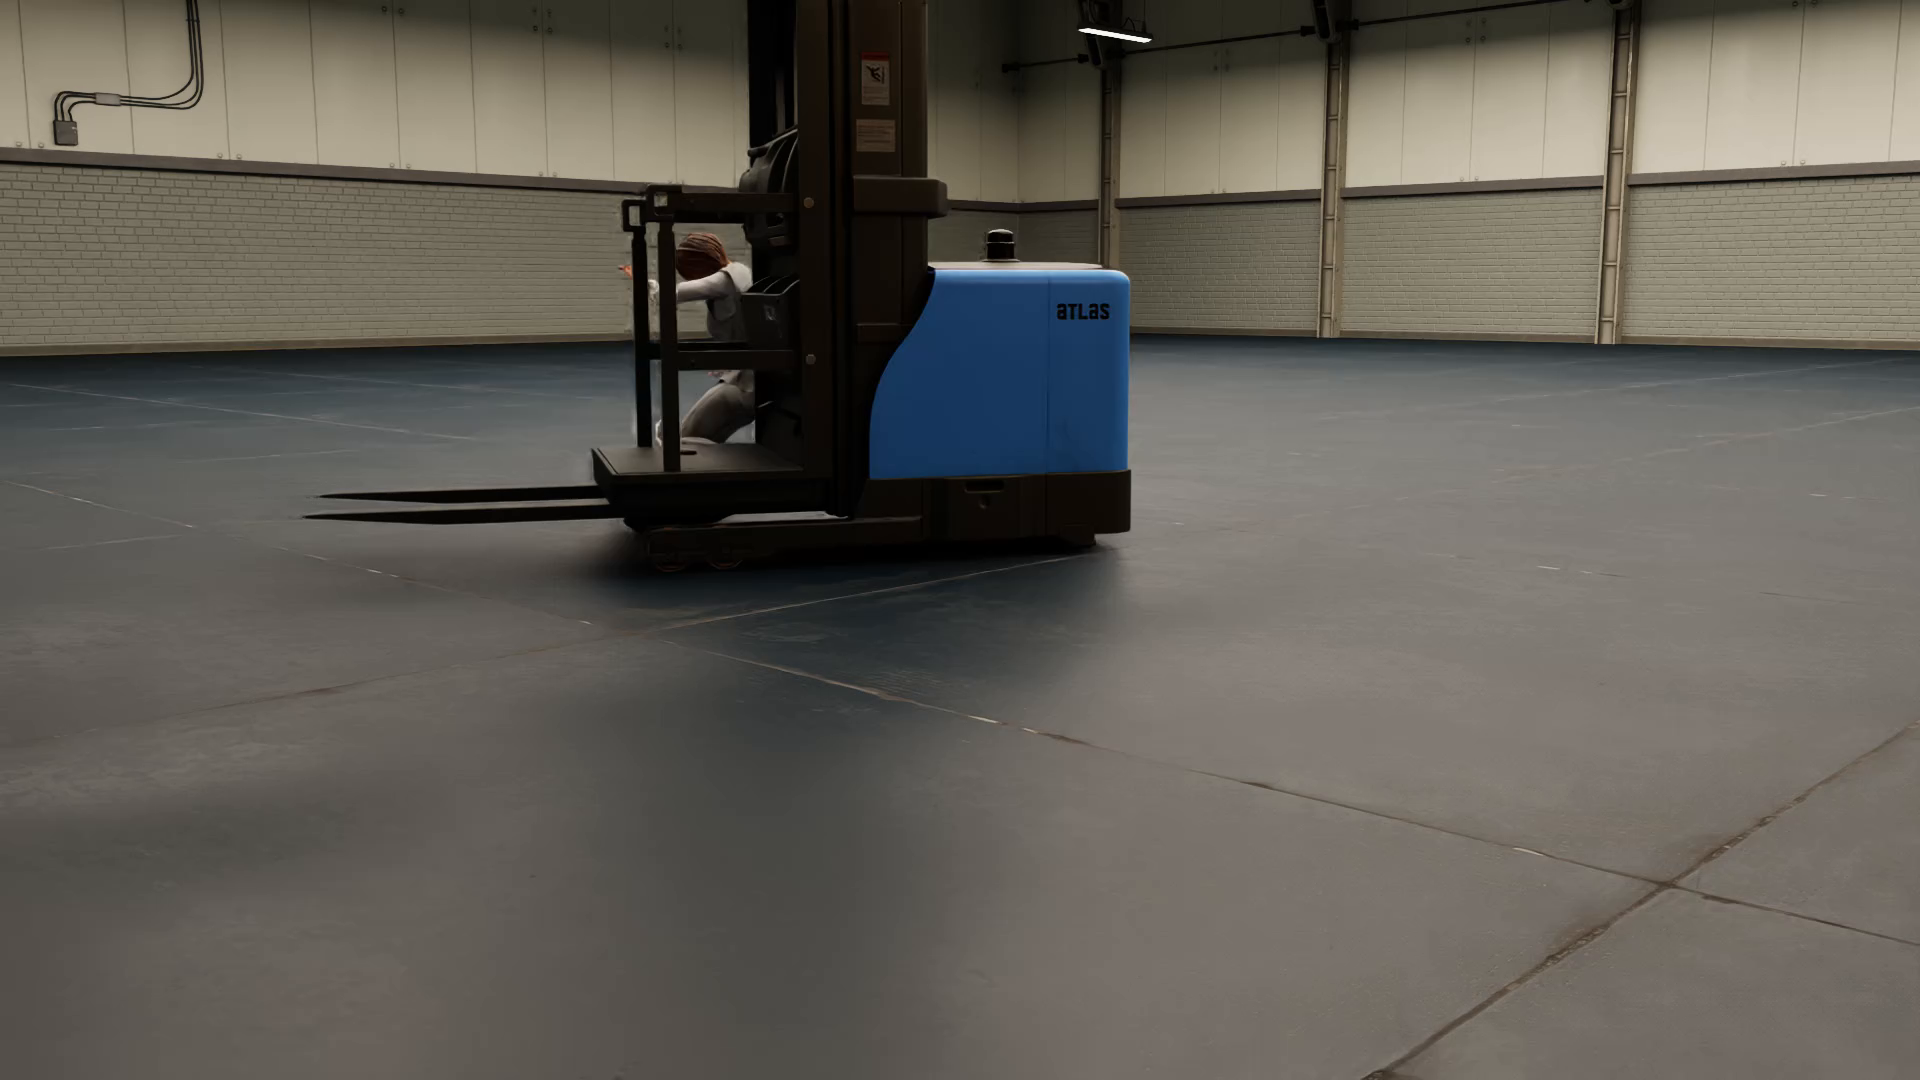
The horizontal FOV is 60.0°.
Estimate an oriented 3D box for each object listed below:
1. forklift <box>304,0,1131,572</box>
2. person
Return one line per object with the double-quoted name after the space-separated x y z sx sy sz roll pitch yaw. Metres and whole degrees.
-0.910 -1.421 6.308 3.031 2.935 1.130 -2 9 -16 "forklift"
-1.158 -0.787 7.389 1.030 1.102 0.928 4 9 25 "person"
